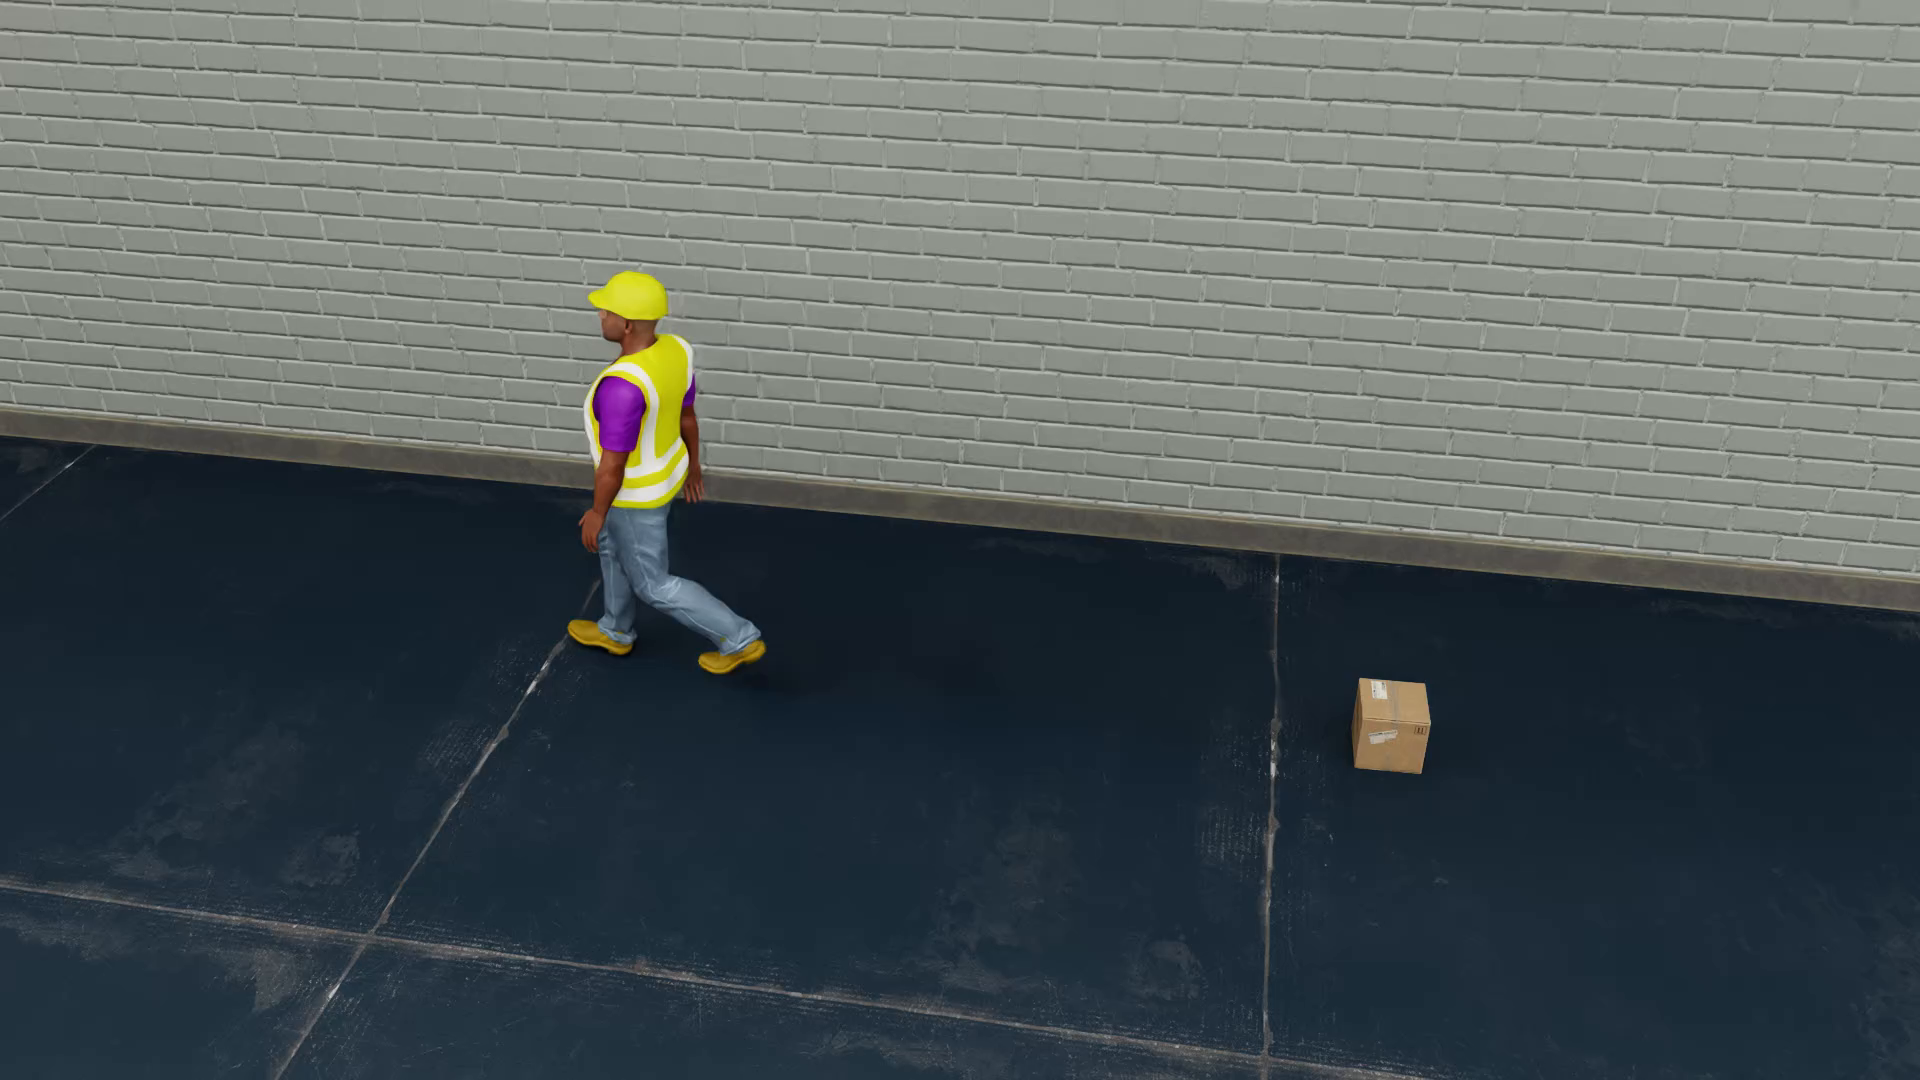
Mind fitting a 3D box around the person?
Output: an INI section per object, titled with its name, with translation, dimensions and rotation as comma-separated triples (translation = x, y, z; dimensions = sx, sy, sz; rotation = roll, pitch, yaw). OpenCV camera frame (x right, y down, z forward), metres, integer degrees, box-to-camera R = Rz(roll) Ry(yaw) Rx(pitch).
[person]
translation = -1.225, -0.214, 6.451
dimensions = 0.945, 1.734, 0.583
rotation = 7, 33, 11
